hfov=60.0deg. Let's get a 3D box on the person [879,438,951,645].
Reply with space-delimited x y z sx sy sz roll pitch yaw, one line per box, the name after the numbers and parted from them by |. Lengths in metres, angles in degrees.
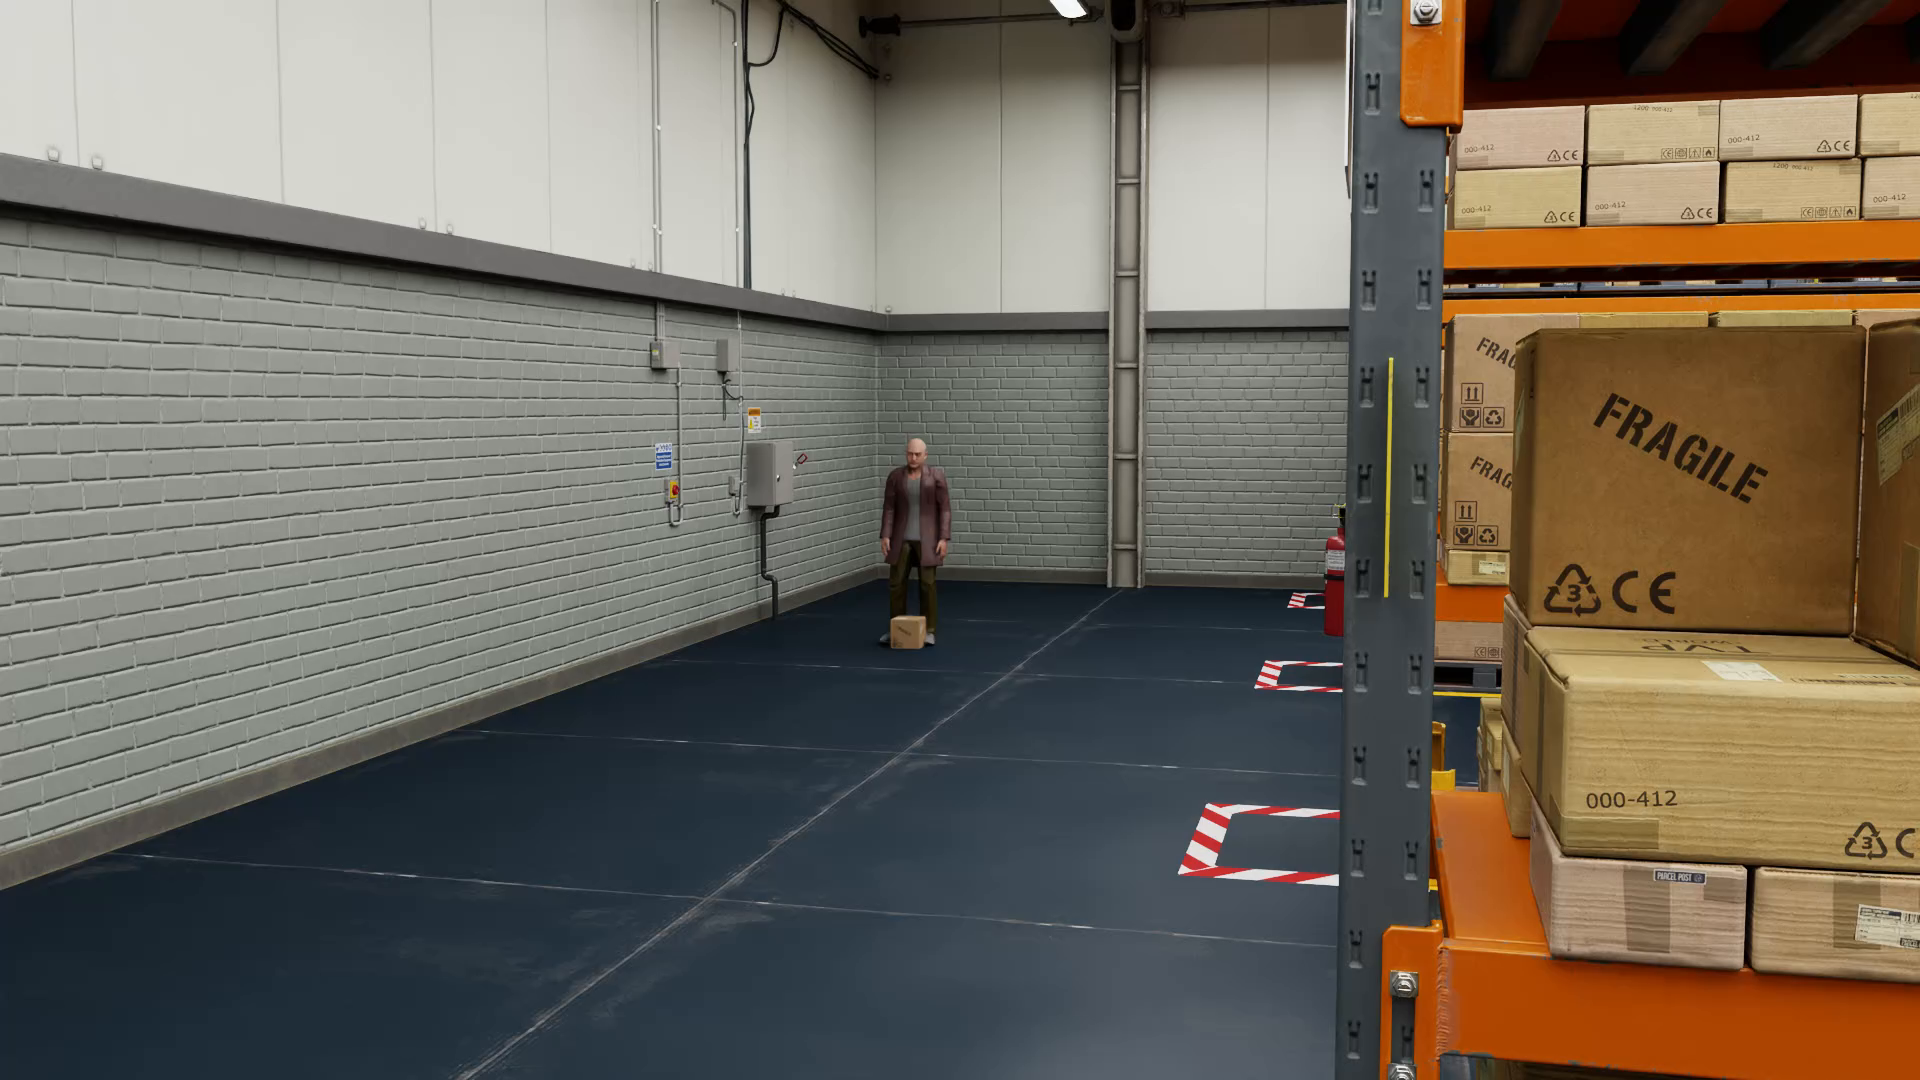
-0.387 0.009 14.357 0.631 1.773 0.427 1 5 11 | person
